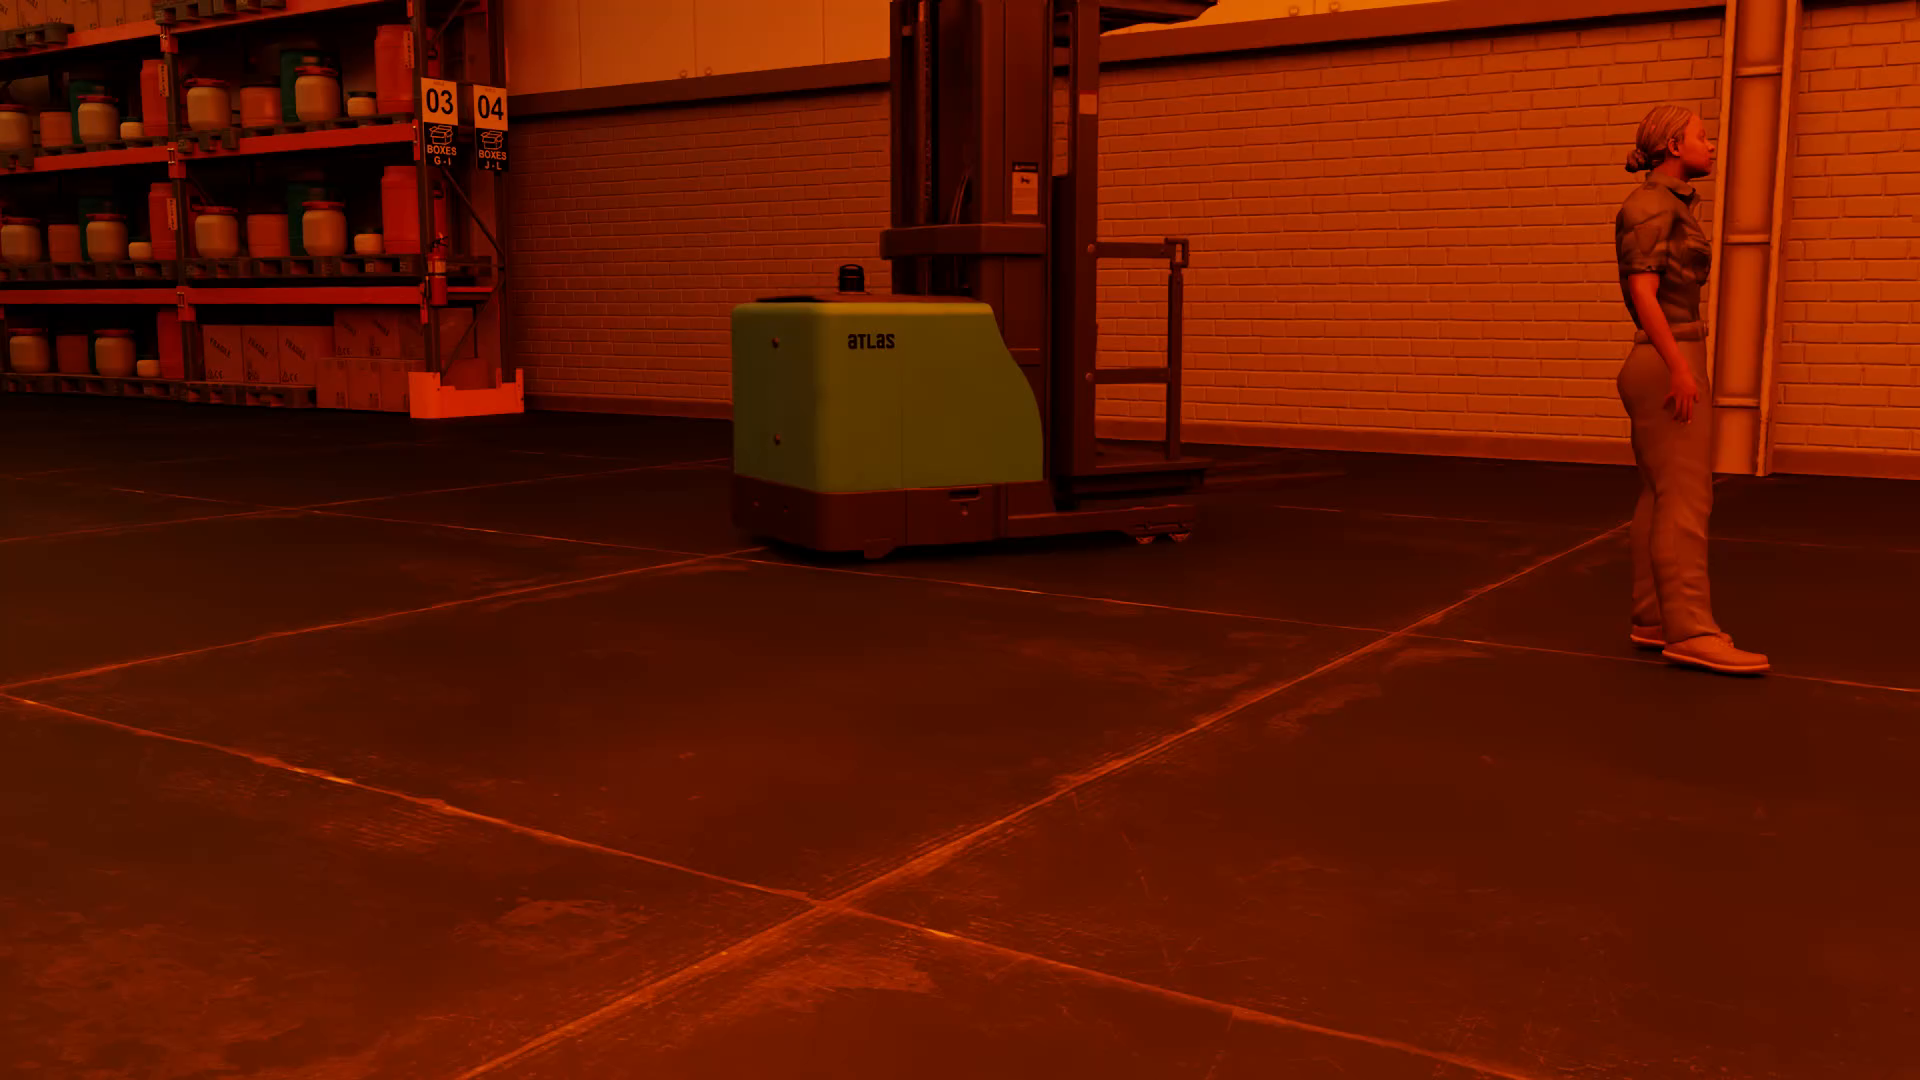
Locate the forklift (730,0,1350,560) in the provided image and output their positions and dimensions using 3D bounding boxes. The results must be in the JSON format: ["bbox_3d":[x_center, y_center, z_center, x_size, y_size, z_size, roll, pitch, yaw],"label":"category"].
[{"bbox_3d":[0.492,-1.498,7.724,3.031,2.935,1.130,-5,9,-30],"label":"forklift"}]

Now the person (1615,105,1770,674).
[{"bbox_3d":[2.223,-0.474,5.011,0.505,1.654,0.570,4,9,27],"label":"person"}]
